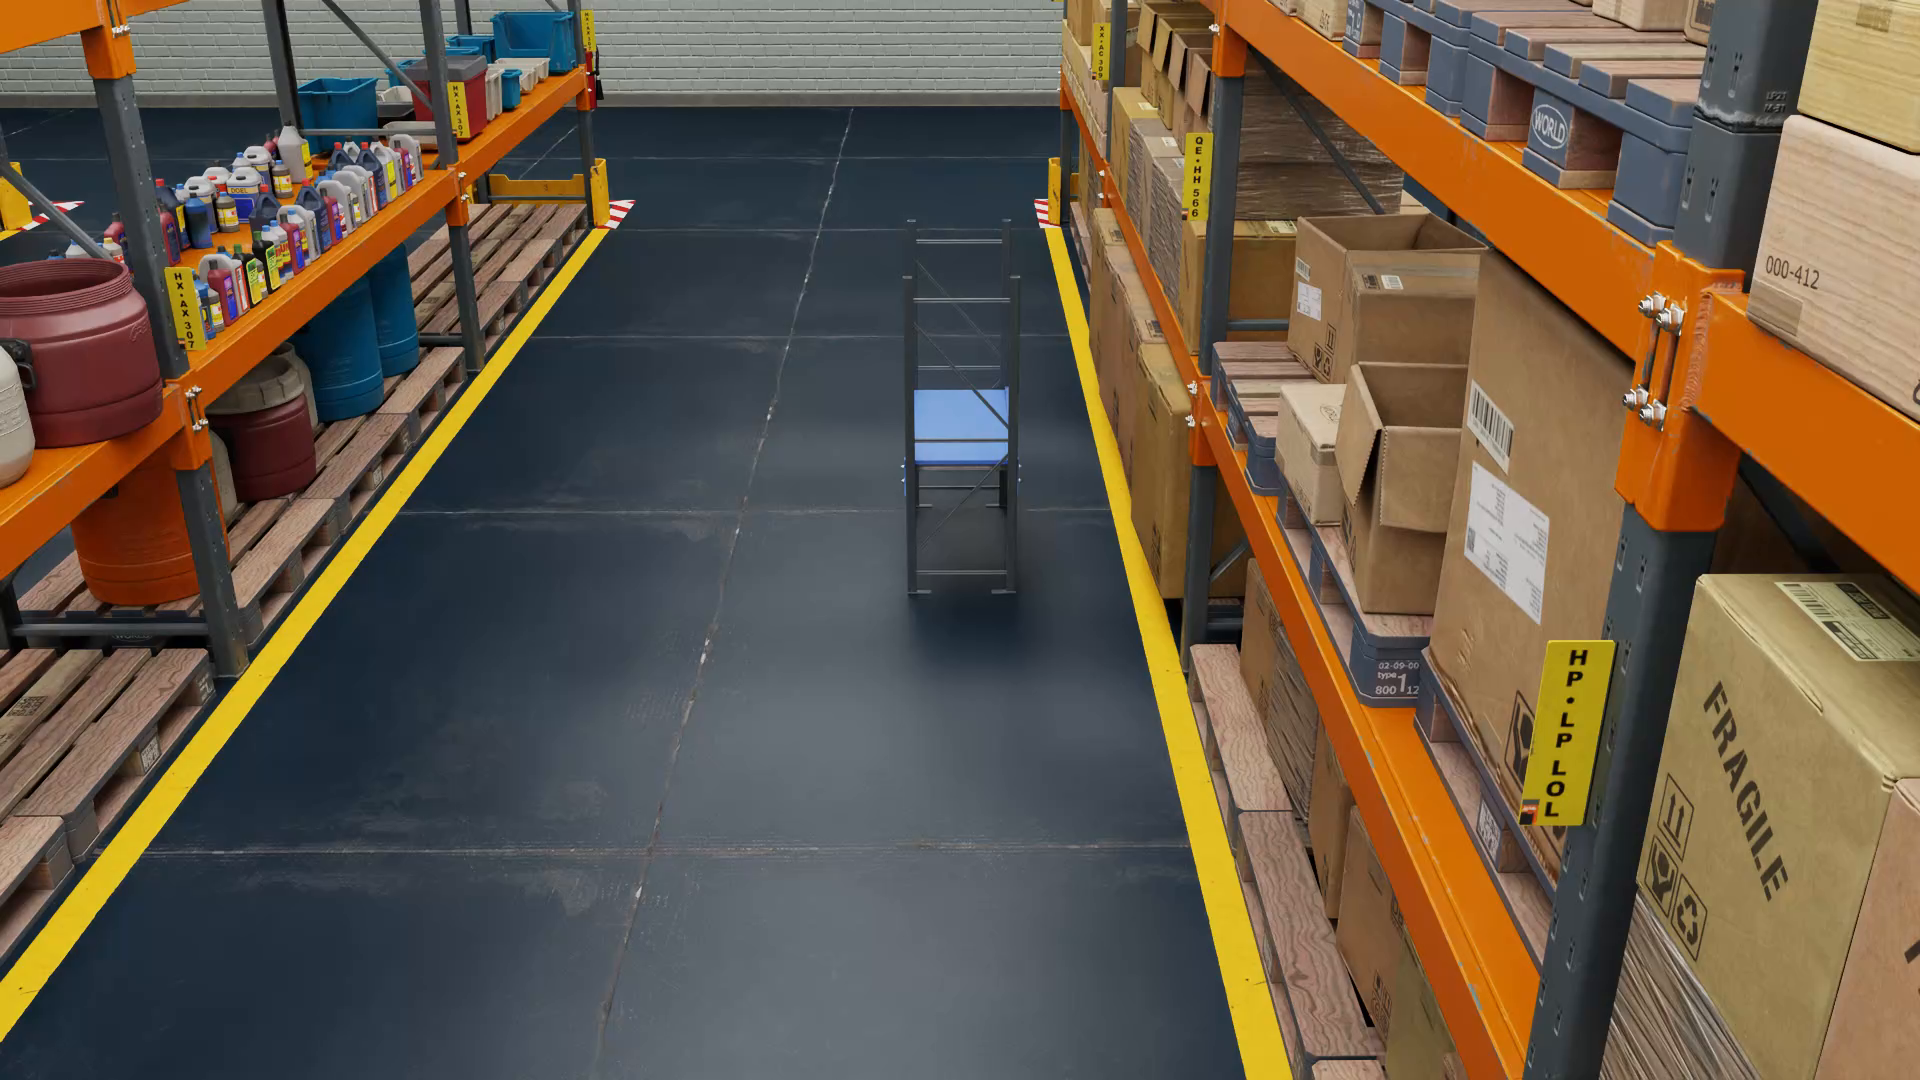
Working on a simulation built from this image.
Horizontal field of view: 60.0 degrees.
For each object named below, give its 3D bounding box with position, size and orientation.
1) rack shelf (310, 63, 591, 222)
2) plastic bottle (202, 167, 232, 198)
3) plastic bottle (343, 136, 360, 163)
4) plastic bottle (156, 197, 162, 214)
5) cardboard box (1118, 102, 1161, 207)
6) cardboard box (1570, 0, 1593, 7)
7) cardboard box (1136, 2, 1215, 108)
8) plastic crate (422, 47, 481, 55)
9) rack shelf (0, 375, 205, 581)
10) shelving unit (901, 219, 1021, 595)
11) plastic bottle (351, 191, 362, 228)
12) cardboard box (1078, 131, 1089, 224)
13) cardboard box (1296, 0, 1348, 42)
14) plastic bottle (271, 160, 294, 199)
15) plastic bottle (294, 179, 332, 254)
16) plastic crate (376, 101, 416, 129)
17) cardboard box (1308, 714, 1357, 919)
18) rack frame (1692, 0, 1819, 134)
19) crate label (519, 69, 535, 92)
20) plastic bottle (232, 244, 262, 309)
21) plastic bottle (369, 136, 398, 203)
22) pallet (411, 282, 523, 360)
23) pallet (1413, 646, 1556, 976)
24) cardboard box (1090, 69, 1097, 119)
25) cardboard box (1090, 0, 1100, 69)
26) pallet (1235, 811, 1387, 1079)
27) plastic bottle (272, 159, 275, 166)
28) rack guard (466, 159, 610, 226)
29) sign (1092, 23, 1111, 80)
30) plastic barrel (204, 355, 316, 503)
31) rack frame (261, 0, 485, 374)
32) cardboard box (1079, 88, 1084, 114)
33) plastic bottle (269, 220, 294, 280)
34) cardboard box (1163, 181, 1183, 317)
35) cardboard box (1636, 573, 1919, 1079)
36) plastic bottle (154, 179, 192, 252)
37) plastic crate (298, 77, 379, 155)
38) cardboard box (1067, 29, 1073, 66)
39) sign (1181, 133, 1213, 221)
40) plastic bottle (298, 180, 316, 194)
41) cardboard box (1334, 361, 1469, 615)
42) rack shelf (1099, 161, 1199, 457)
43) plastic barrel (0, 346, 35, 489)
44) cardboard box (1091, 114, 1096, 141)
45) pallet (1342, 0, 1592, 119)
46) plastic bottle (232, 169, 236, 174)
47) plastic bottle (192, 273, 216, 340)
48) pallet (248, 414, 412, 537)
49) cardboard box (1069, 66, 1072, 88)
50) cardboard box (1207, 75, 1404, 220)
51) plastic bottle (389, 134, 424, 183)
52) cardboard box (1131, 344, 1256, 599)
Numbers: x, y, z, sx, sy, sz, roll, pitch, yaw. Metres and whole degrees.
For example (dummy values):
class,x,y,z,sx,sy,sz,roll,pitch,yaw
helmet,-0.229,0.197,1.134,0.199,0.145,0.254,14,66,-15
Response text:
class,x,y,z,sx,sy,sz,roll,pitch,yaw
rack shelf,-3.581,-2.948,12.002,1.077,0.370,4.000,0,24,-1
plastic bottle,-3.925,-1.821,8.788,0.152,0.276,0.135,0,24,-1
plastic bottle,-3.366,-2.051,9.206,0.144,0.351,0.185,0,24,-1
plastic bottle,-3.901,-1.518,8.107,0.061,0.283,0.133,0,24,-1
cardboard box,1.155,-2.122,9.180,0.500,0.500,0.500,0,24,0
cardboard box,1.564,-1.365,3.353,0.797,0.503,0.637,1,24,2
cardboard box,1.409,-2.714,9.271,0.797,0.503,0.637,-1,24,-2
plastic crate,-3.922,-3.677,12.870,0.416,0.233,0.300,0,24,-1
rack shelf,-3.493,0.348,4.713,1.077,0.370,4.000,0,24,-1
shelving unit,0.001,-0.648,7.863,0.538,1.500,1.048,0,24,-1
plastic bottle,-3.192,-1.739,8.696,0.097,0.201,0.097,0,24,0
cardboard box,1.437,-3.082,13.494,0.875,0.875,0.875,0,24,-1
cardboard box,1.209,-1.506,4.482,0.500,0.250,0.500,0,24,1
plastic bottle,-3.806,-2.026,9.331,0.097,0.201,0.097,0,24,0
plastic bottle,-3.209,-1.598,8.204,0.144,0.351,0.185,0,24,-1
plastic crate,-3.840,-2.814,11.093,0.437,0.125,0.590,0,24,-1
cardboard box,1.497,0.851,5.229,0.700,0.500,0.500,2,24,4
rack frame,1.481,-1.911,1.555,1.000,3.000,0.127,0,24,-1
crate label,-3.396,-3.438,12.459,0.396,0.136,0.243,0,24,-1
plastic bottle,-3.157,-1.176,7.352,0.061,0.283,0.133,0,24,-1
plastic bottle,-3.221,-2.052,9.207,0.144,0.351,0.185,0,24,-1
pallet,-3.606,-1.484,11.275,1.003,0.211,1.213,0,24,-1
pallet,1.618,0.594,3.529,1.003,0.211,1.213,0,24,-1
cardboard box,1.119,-2.935,10.921,0.500,0.250,0.500,0,24,1
cardboard box,1.120,-3.278,10.768,0.500,0.500,0.500,0,24,0
pallet,1.455,1.268,5.190,1.003,0.211,1.213,0,24,-1
plastic bottle,-3.960,-2.106,9.507,0.097,0.201,0.097,0,24,0
rack guard,-3.616,-2.971,14.212,1.175,0.500,0.348,0,24,-1
sign,0.839,-2.902,9.879,0.100,0.325,0.005,0,24,-1
plastic barrel,-3.550,-0.563,8.272,0.600,0.588,0.708,0,24,-1
rack frame,-3.559,-2.452,10.031,1.000,3.000,0.127,0,24,-1
cardboard box,1.047,-3.118,11.810,0.380,0.149,0.250,0,24,0
plastic bottle,-3.181,-1.353,7.759,0.097,0.271,0.097,0,24,0
cardboard box,1.185,-1.279,7.317,0.500,0.500,0.500,0,24,-1
cardboard box,1.232,0.372,2.091,0.500,0.500,0.500,0,24,-1
plastic bottle,-3.922,-1.614,8.238,0.144,0.351,0.185,0,24,-1
plastic crate,-3.905,-2.663,10.444,0.392,0.384,0.575,0,24,-1
cardboard box,1.098,-3.776,12.781,0.500,0.250,0.500,-1,24,-1
sign,0.883,-1.350,6.189,0.100,0.325,0.005,0,24,-1
plastic bottle,-3.342,-1.715,8.557,0.097,0.271,0.097,0,24,0
cardboard box,1.370,-0.130,4.262,0.797,0.503,0.637,2,24,5
rack shelf,1.416,-1.322,8.407,1.077,0.370,4.000,0,24,-1
plastic barrel,-3.290,-0.432,5.429,0.421,0.512,0.421,0,24,0
cardboard box,1.057,-2.696,10.875,0.380,0.149,0.250,-1,24,-1
pallet,1.567,-1.141,3.721,1.213,0.211,1.003,0,24,-1
plastic bottle,-3.956,-1.930,9.119,0.097,0.201,0.097,0,24,0
plastic bottle,-3.170,-0.973,6.917,0.097,0.271,0.097,0,24,0
pallet,-3.576,-0.359,8.788,1.003,0.211,1.213,0,24,-1
cardboard box,1.036,-3.542,12.745,0.380,0.149,0.250,-1,24,-1
cardboard box,1.446,-1.630,6.875,0.797,0.503,0.637,1,24,1
plastic bottle,-3.231,-2.234,9.701,0.152,0.276,0.135,0,24,-1
cardboard box,1.451,-0.334,7.416,1.225,0.875,0.875,-1,24,-3
